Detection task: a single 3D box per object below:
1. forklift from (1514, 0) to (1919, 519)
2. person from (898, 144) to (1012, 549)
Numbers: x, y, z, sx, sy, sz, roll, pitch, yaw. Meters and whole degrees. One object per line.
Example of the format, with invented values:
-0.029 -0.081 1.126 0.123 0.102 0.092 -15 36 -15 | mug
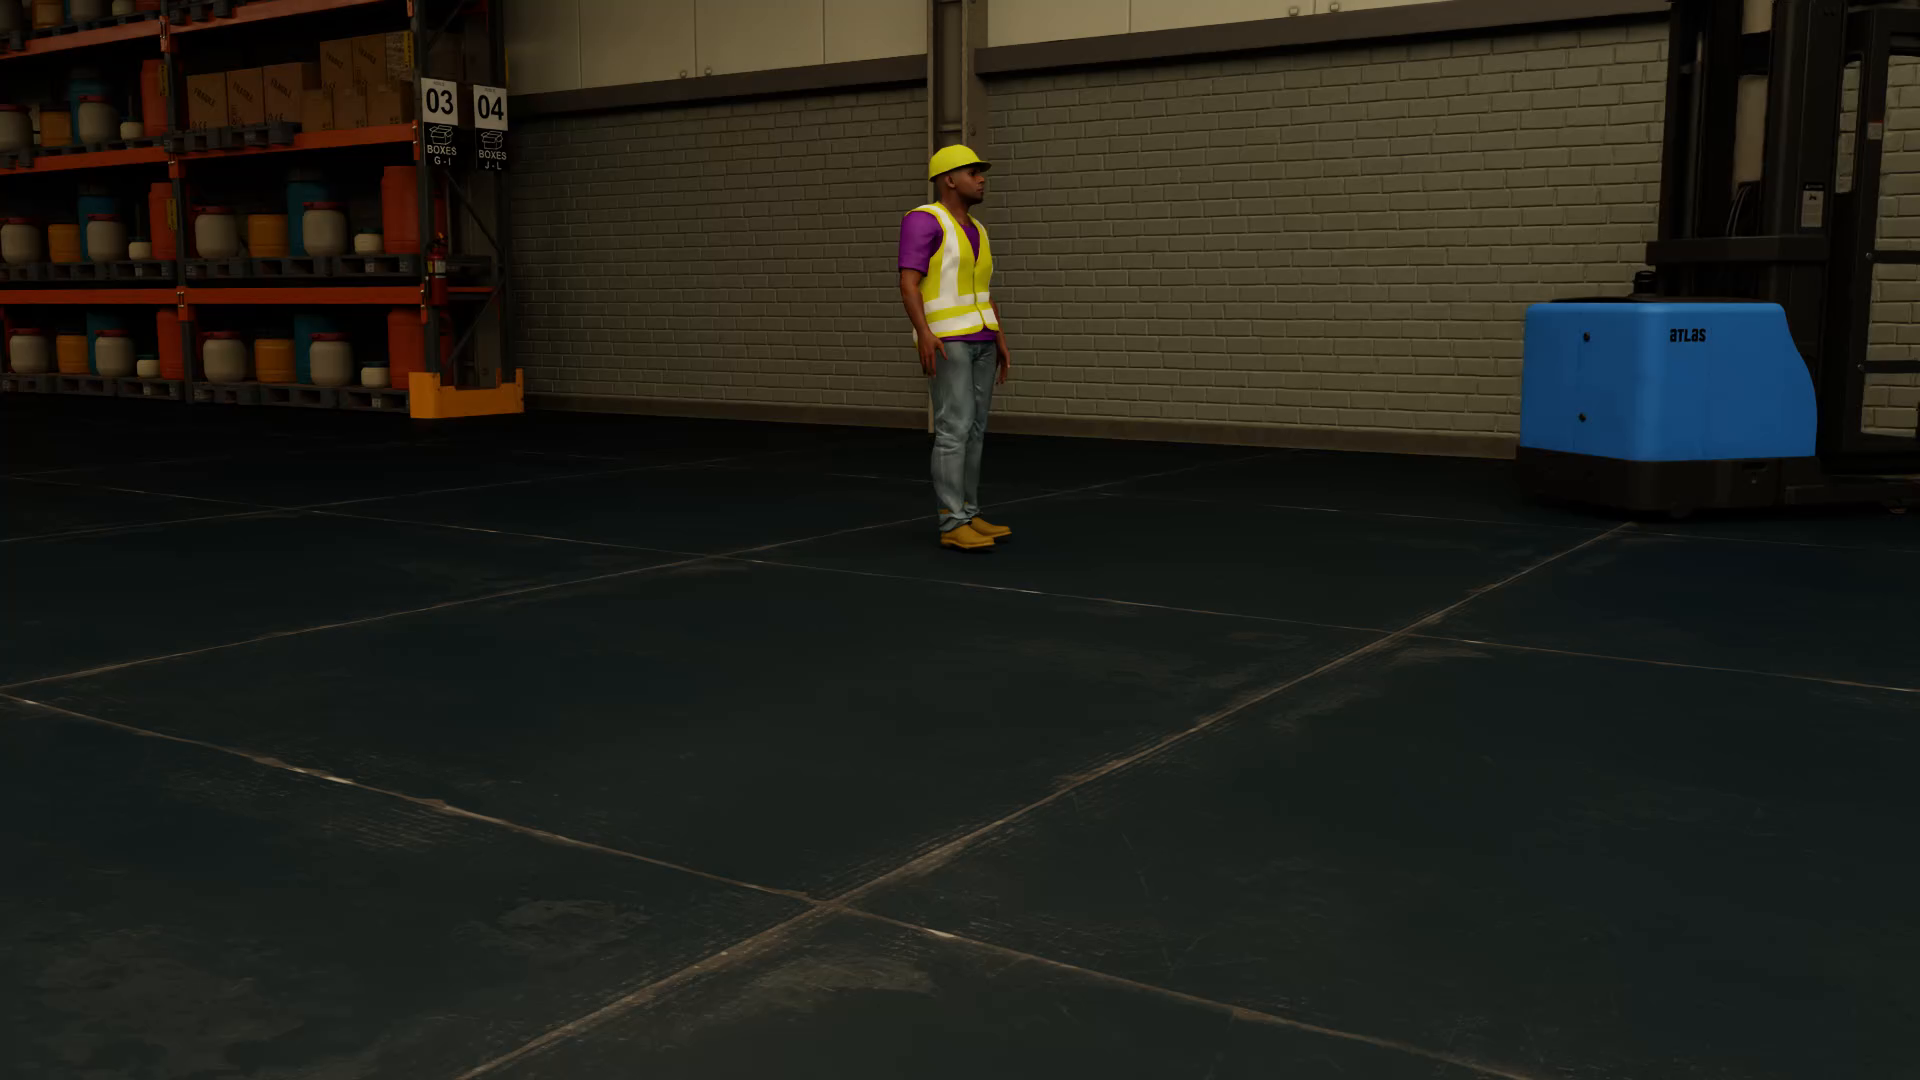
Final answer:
4.567 -1.653 8.818 3.031 2.935 1.130 -3 9 -18 | forklift
0.054 -0.872 7.435 0.577 1.759 0.665 5 10 34 | person
